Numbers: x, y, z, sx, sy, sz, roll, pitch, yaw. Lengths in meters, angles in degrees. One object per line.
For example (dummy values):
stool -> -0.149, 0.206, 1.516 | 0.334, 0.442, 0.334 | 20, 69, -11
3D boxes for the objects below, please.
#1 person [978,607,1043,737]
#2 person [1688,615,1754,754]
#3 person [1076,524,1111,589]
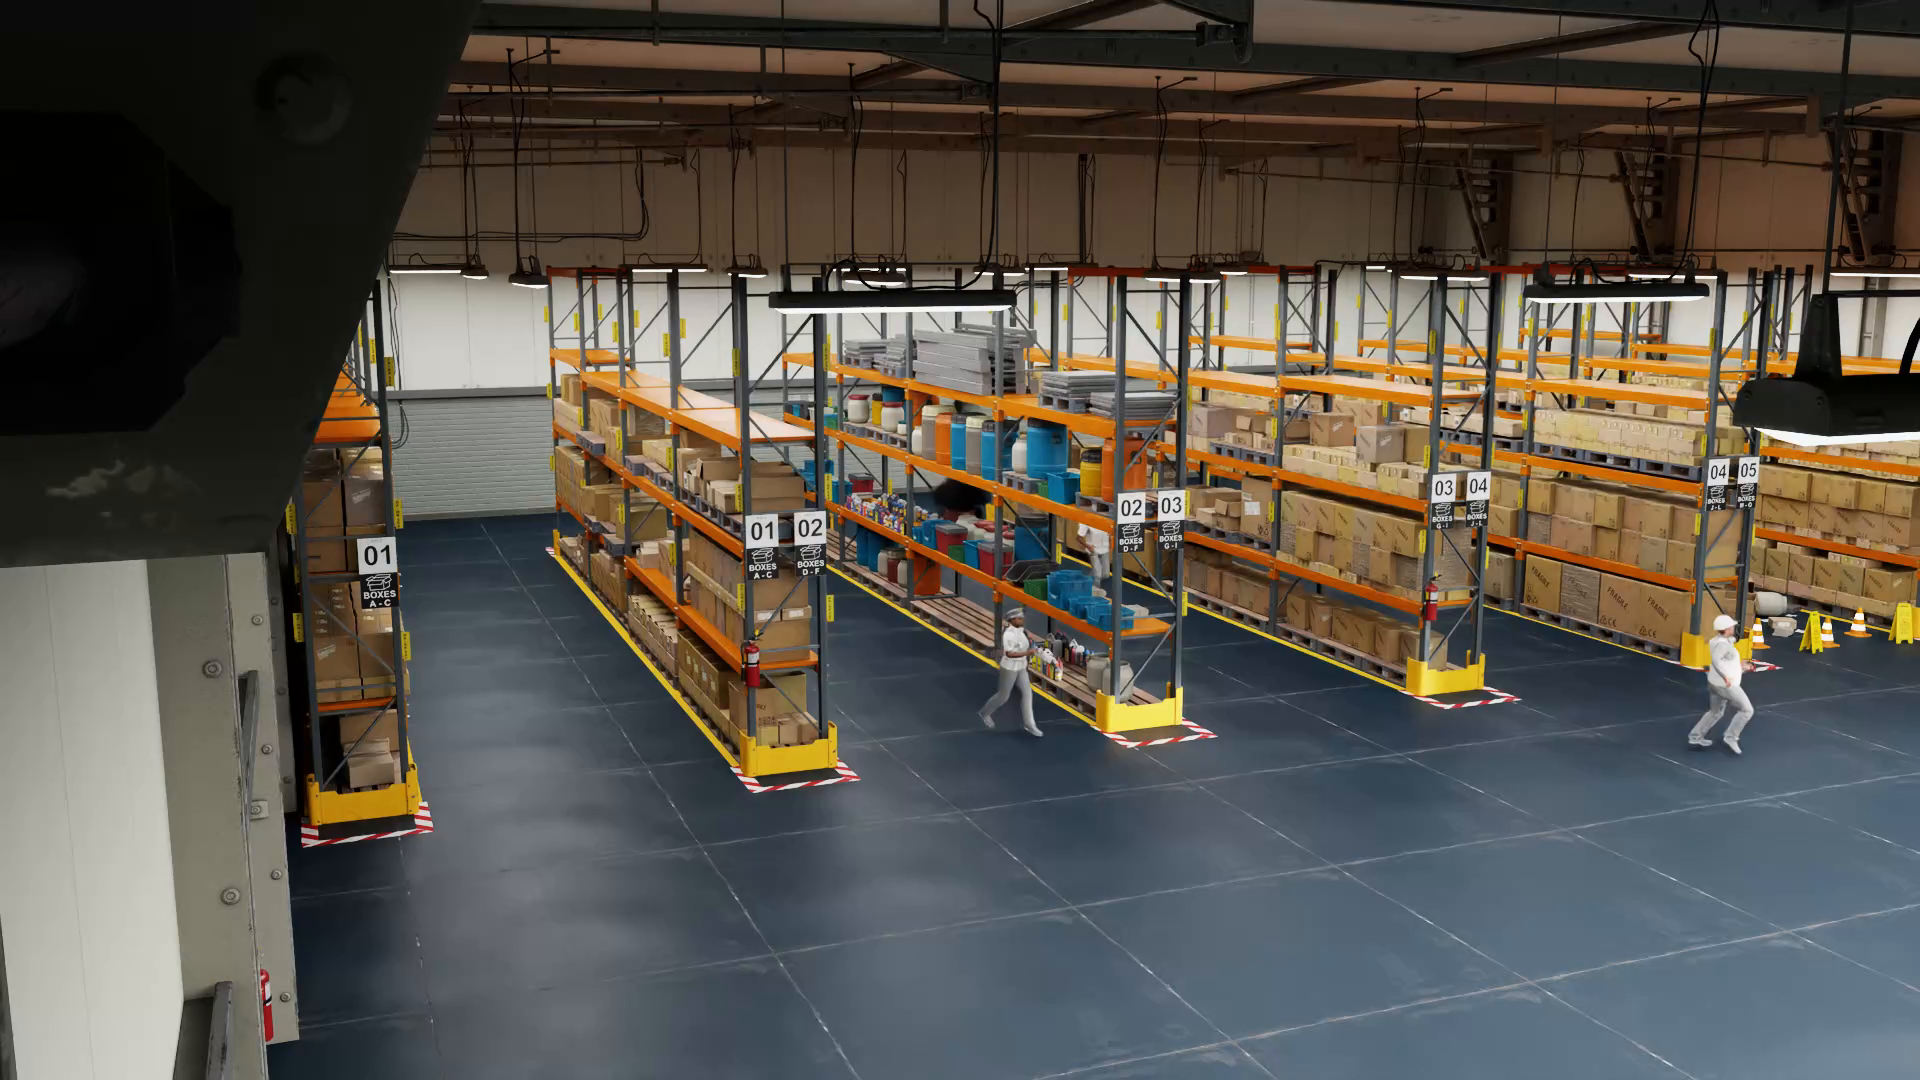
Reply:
person -> 0.678, 1.701, 21.879 | 0.929, 1.699, 0.566 | 6, 12, 31
person -> 9.706, 1.843, 21.126 | 0.737, 1.796, 0.662 | 1, 10, 4
person -> 2.346, 0.208, 28.823 | 0.702, 1.738, 0.598 | -5, 11, -26
